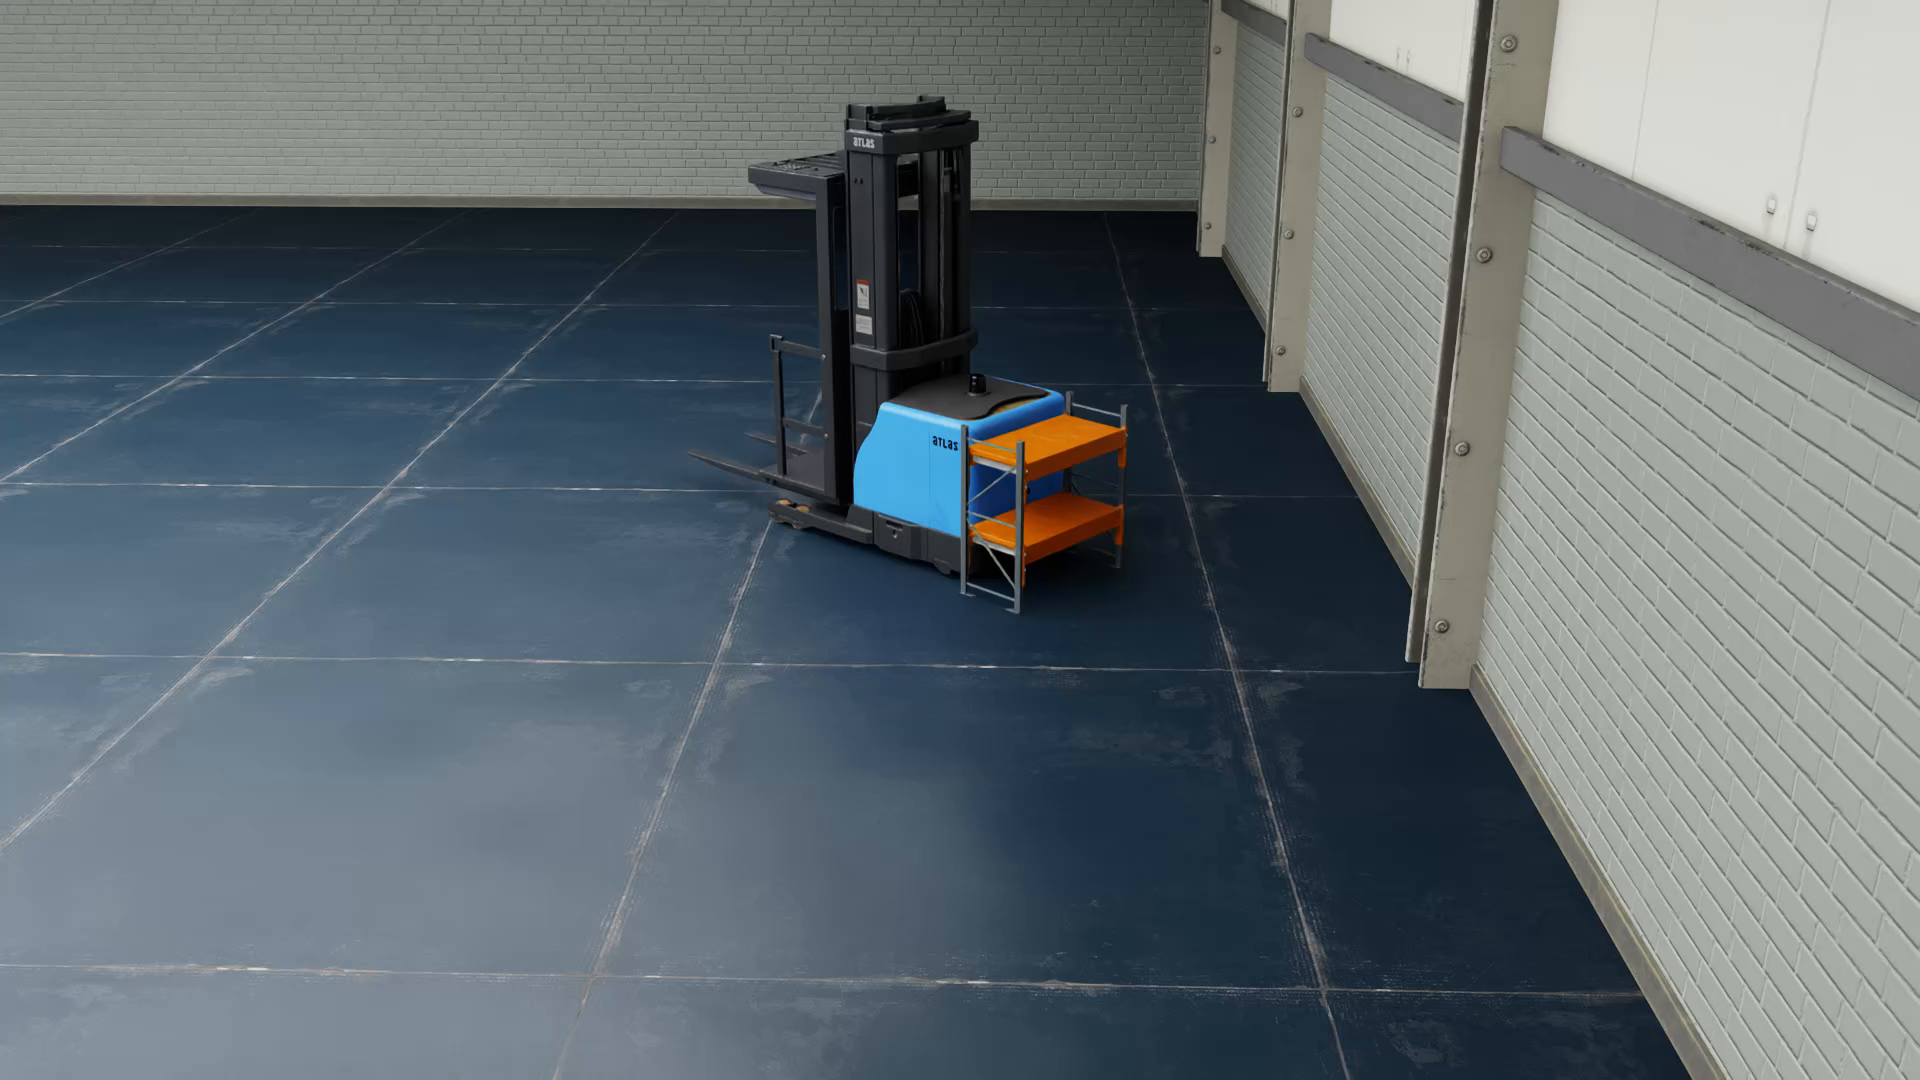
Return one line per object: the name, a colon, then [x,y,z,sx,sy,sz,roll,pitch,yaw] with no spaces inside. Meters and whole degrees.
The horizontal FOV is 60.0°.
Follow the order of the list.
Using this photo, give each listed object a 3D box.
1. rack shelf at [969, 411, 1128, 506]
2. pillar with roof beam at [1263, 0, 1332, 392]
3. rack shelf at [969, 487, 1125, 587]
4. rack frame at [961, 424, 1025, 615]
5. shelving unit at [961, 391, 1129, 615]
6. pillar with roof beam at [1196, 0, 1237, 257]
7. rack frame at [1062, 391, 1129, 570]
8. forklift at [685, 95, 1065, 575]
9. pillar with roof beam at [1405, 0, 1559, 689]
rack shelf: [0.544,-0.532,10.536,0.538,0.278,1.000,19,28,39]
pillar with roof beam: [-1.365,-5.647,13.643,9.100,9.000,0.400,1,21,2]
rack shelf: [0.544,-0.031,10.730,0.538,0.278,1.000,19,28,39]
rack frame: [0.197,-0.124,10.294,0.500,1.125,0.032,19,28,39]
shelving unit: [0.544,-0.259,10.641,0.538,1.125,1.048,19,28,39]
pillar with roof beam: [-1.182,-7.817,19.234,9.100,9.000,0.400,1,21,2]
rack frame: [0.890,-0.394,10.988,0.500,1.125,0.032,19,28,39]
forklift: [-0.730,-1.566,11.514,3.031,2.935,1.130,17,27,38]
pillar with roof beam: [-1.547,-3.478,8.052,9.100,9.000,0.400,1,21,2]
